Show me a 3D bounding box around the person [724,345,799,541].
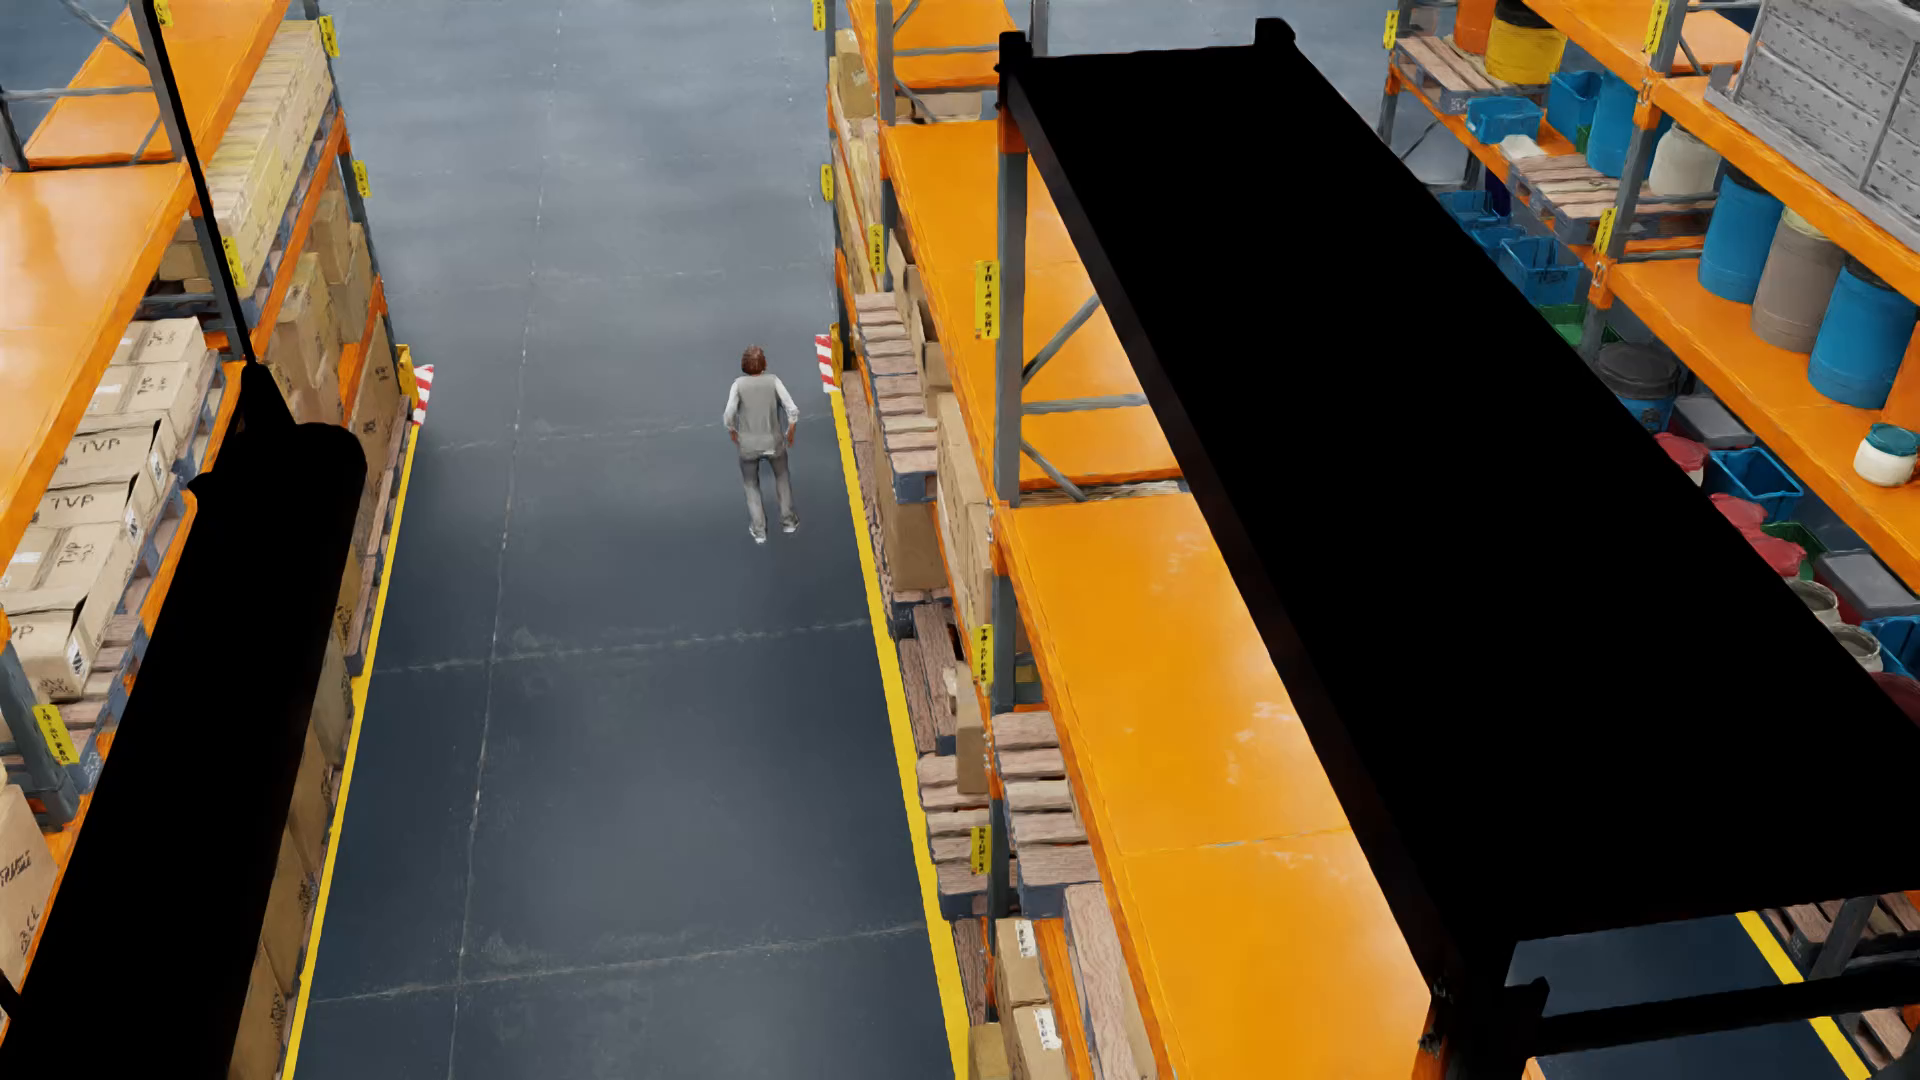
[{"bbox_3d":[-1.499,-0.737,12.685,0.566,1.529,0.518,-7,37,-10],"label":"person"}]

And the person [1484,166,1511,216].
[{"bbox_3d":[5.766,-4.107,17.657,0.433,1.648,0.680,9,37,12],"label":"person"}]
